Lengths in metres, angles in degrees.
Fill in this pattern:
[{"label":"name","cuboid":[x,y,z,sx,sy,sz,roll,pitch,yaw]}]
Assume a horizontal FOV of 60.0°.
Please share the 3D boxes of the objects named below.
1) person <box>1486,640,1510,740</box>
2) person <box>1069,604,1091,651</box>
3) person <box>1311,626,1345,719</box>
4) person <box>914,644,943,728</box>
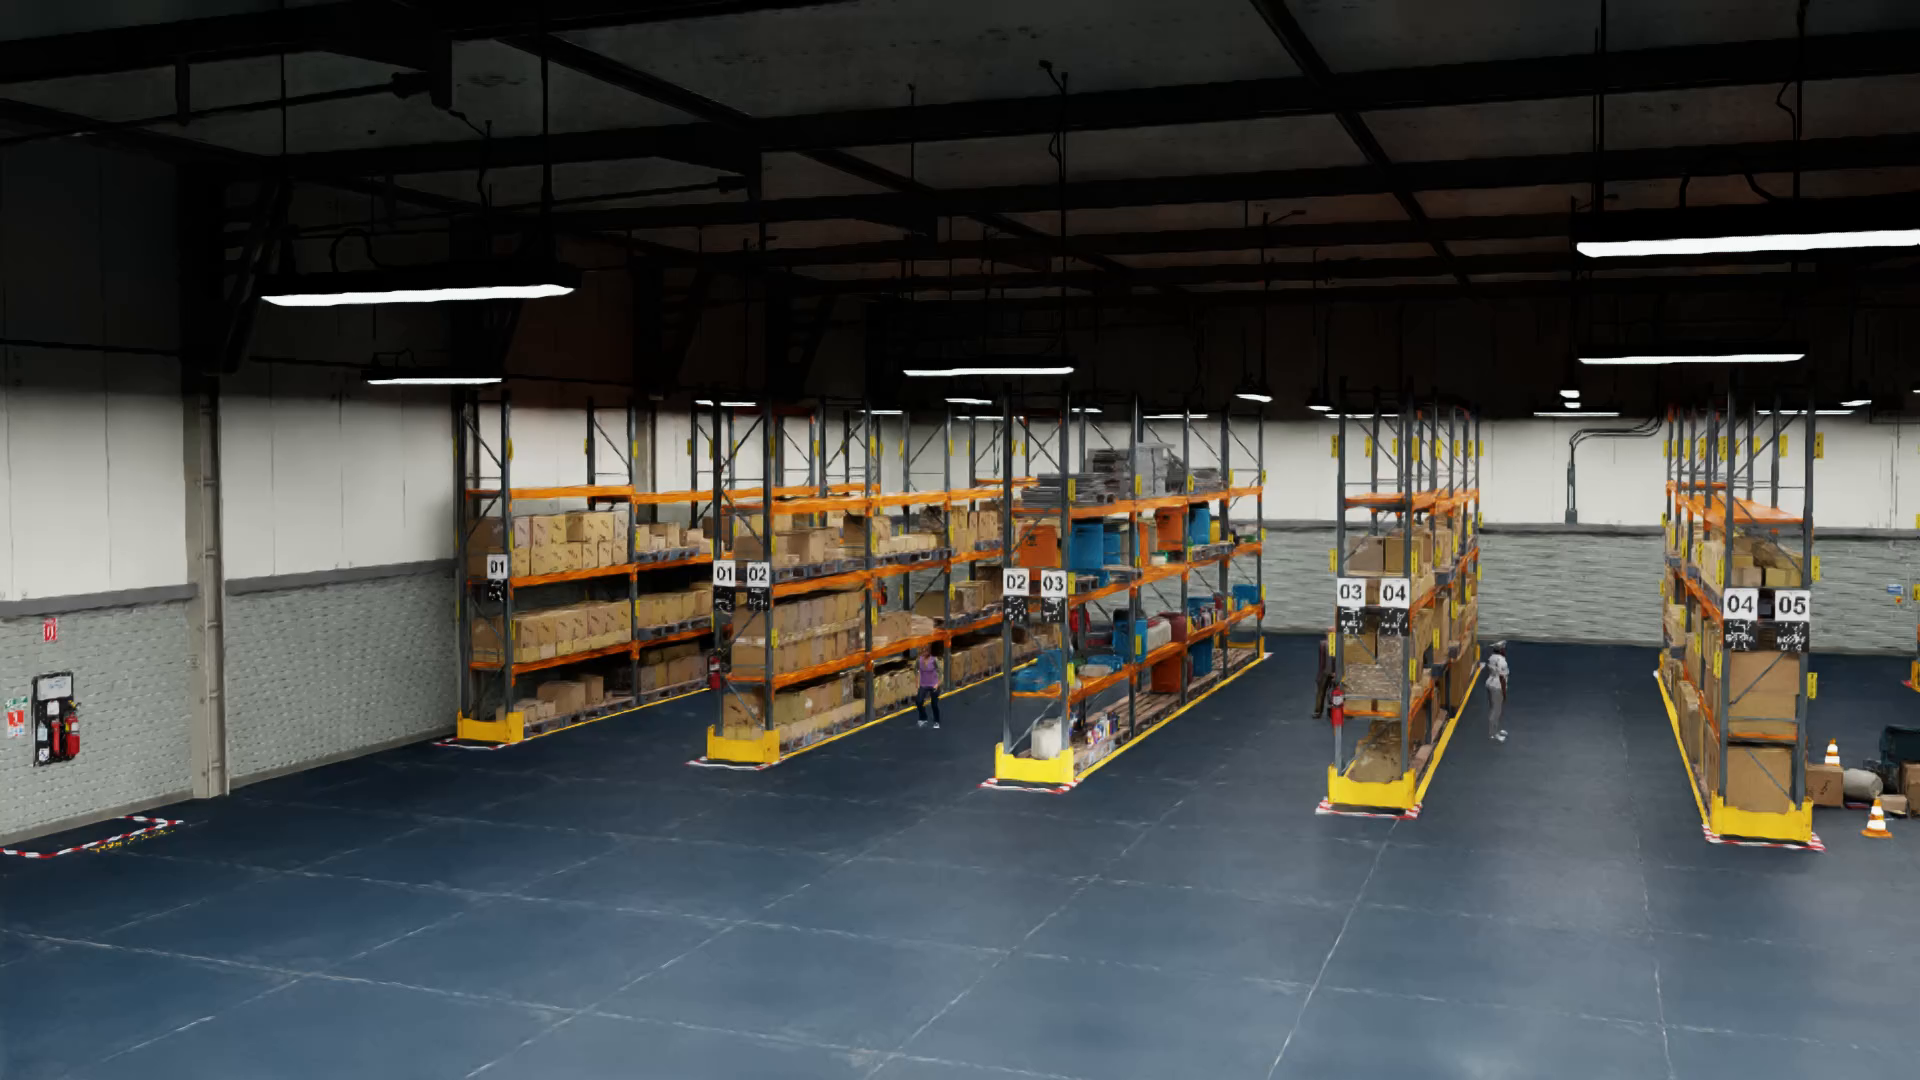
[{"label":"person","cuboid":[9.292,2.573,28.636,0.440,1.683,0.551,0,3,-6]},{"label":"person","cuboid":[2.633,2.110,37.287,0.542,1.645,1.126,1,3,23]},{"label":"person","cuboid":[6.858,2.436,30.718,0.573,1.716,1.103,2,4,29]},{"label":"person","cuboid":[-0.563,2.601,29.726,0.566,1.541,0.519,1,3,18]}]
